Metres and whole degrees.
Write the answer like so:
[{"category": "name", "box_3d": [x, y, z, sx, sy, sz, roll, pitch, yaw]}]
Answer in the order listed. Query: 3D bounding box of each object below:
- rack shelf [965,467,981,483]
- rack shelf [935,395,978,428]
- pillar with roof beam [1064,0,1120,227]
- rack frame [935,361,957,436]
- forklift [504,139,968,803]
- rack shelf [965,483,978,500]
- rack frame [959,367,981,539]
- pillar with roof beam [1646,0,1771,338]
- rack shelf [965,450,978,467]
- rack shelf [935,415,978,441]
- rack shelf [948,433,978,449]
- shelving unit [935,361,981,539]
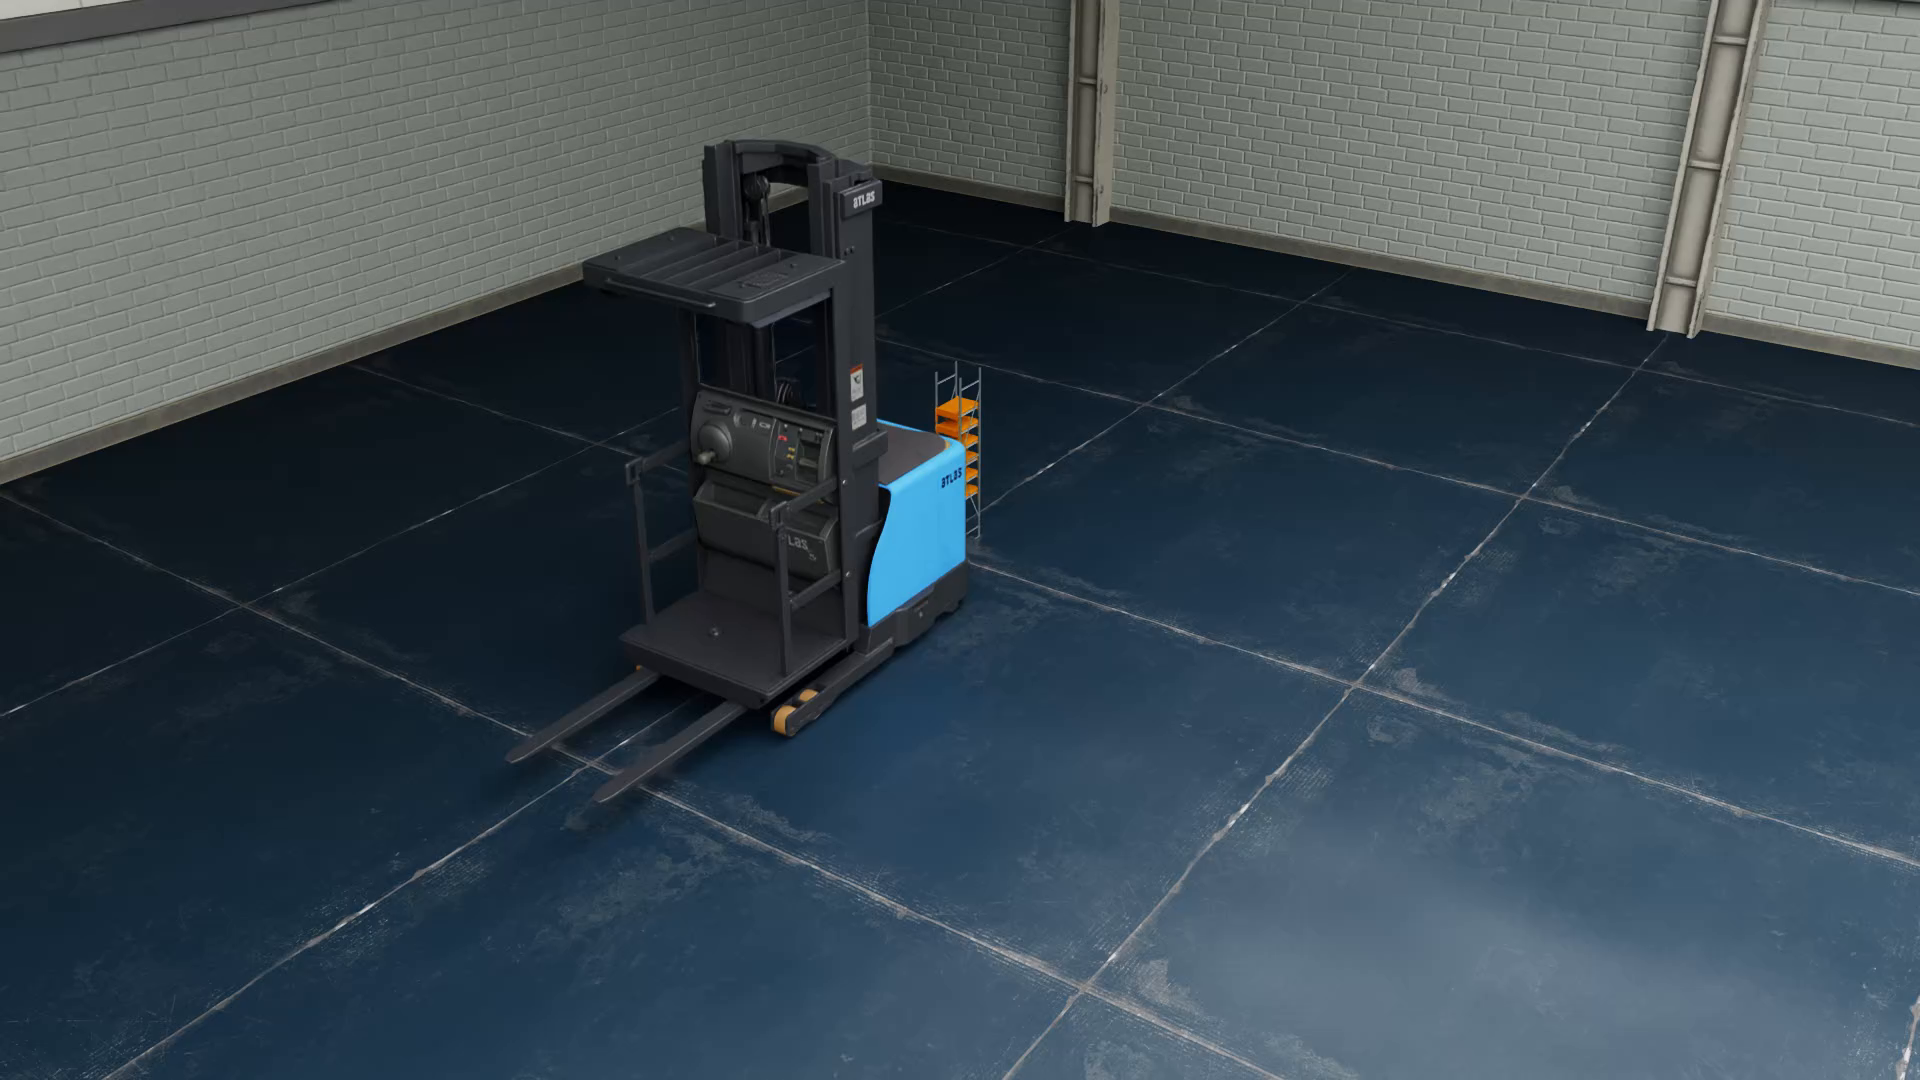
[{"category": "rack shelf", "box_3d": [-0.012, -0.392, 10.834, 0.180, 0.103, 0.258, 17, 32, 30]}, {"category": "rack shelf", "box_3d": [-0.012, -0.820, 10.616, 0.180, 0.103, 0.258, 17, 32, 30]}, {"category": "pillar with roof beam", "box_3d": [-1.083, -5.803, 12.505, 0.400, 9.000, 9.100, 17, 32, 30]}, {"category": "rack frame", "box_3d": [-0.087, -0.562, 10.805, 0.006, 1.200, 0.240, 17, 32, 30]}, {"category": "forklift", "box_3d": [-1.184, -0.494, 8.763, 1.130, 2.935, 3.031, 17, 31, 29]}, {"category": "rack shelf", "box_3d": [-0.012, -0.285, 10.888, 0.180, 0.103, 0.258, 17, 32, 30]}, {"category": "rack frame", "box_3d": [0.064, -0.515, 10.713, 0.006, 1.200, 0.240, 17, 32, 30]}, {"category": "pillar with roof beam", "box_3d": [3.863, -4.262, 9.478, 0.400, 9.000, 9.100, 17, 32, 30]}, {"category": "rack shelf", "box_3d": [-0.012, -0.499, 10.779, 0.180, 0.103, 0.258, 17, 32, 30]}, {"category": "rack shelf", "box_3d": [-0.012, -0.713, 10.670, 0.180, 0.103, 0.258, 17, 32, 30]}, {"category": "rack shelf", "box_3d": [-0.012, -0.606, 10.725, 0.180, 0.103, 0.258, 17, 32, 30]}, {"category": "shelving unit", "box_3d": [-0.012, -0.538, 10.759, 0.189, 1.200, 0.258, 17, 32, 30]}]
